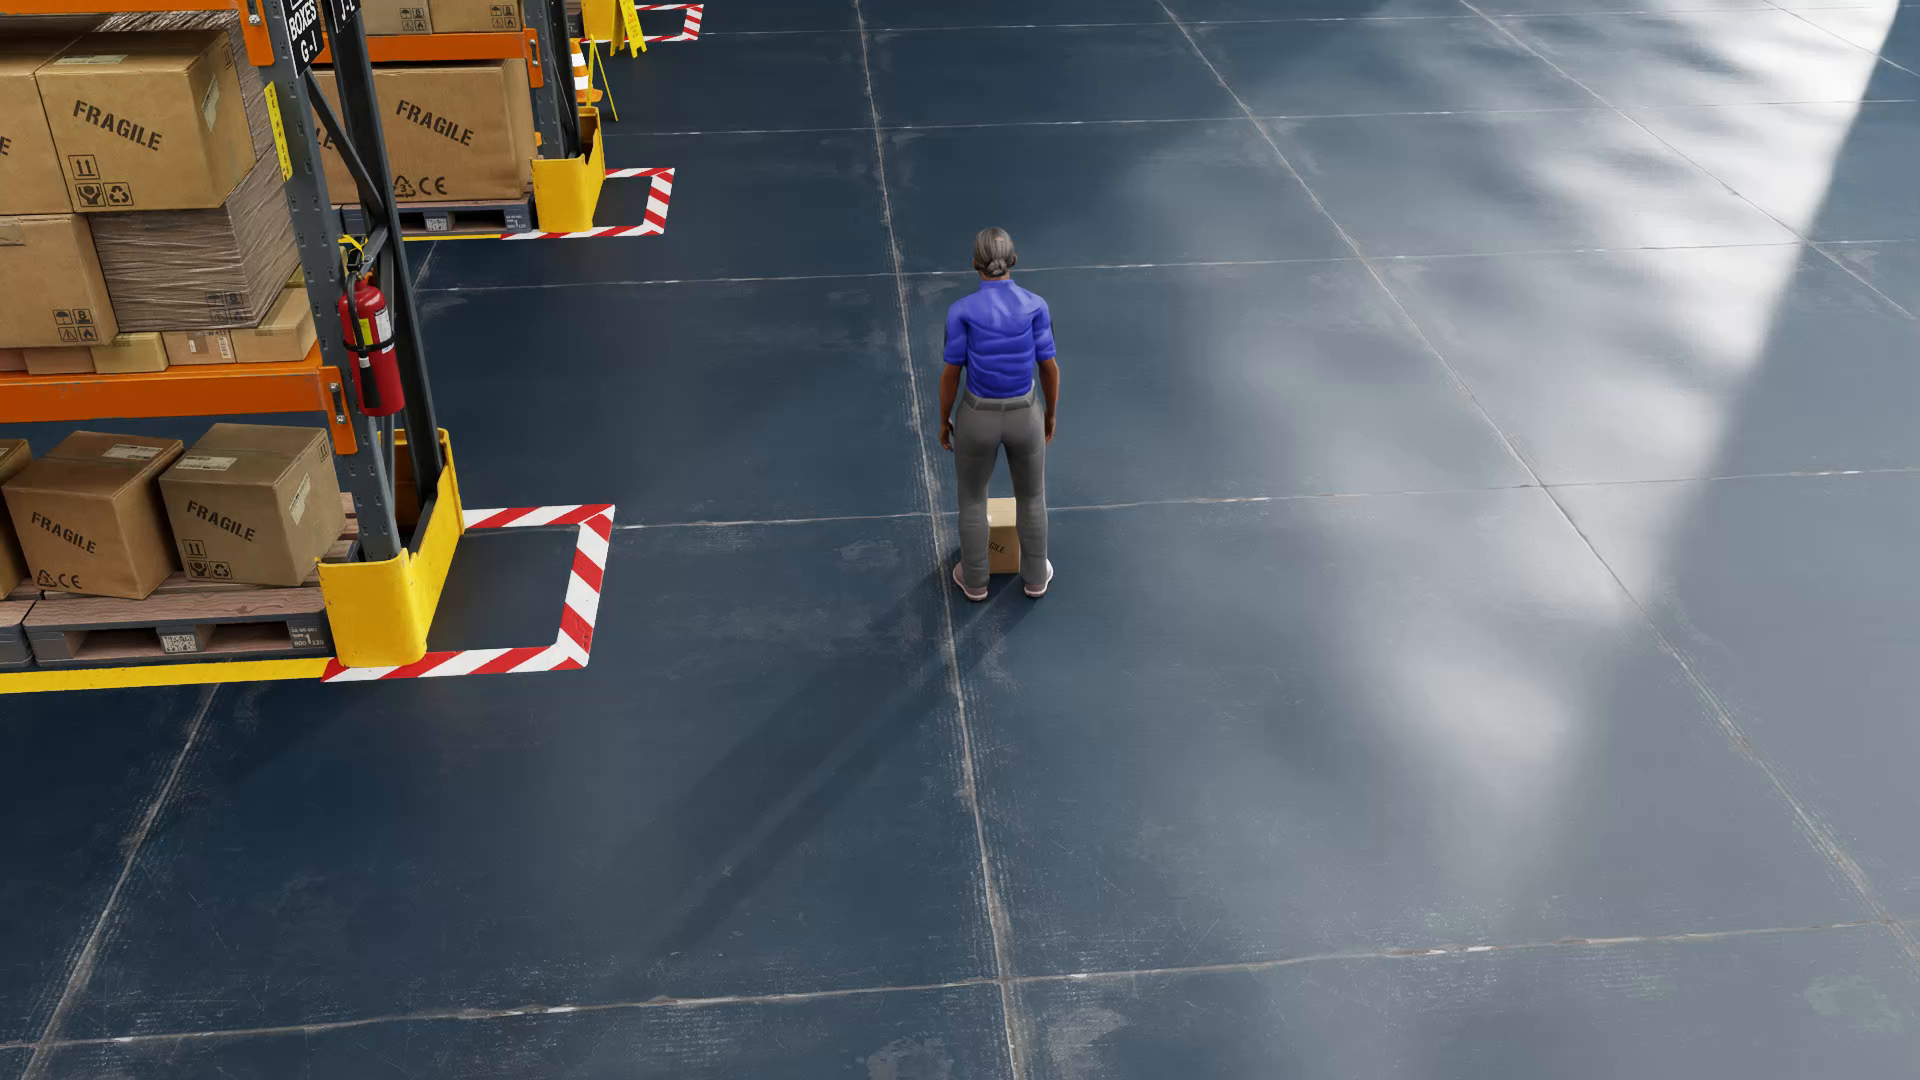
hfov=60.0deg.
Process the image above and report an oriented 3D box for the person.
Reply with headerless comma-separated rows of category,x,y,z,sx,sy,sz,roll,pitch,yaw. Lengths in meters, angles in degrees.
person,0.169,-0.500,6.961,0.518,1.654,0.353,-3,31,-5
